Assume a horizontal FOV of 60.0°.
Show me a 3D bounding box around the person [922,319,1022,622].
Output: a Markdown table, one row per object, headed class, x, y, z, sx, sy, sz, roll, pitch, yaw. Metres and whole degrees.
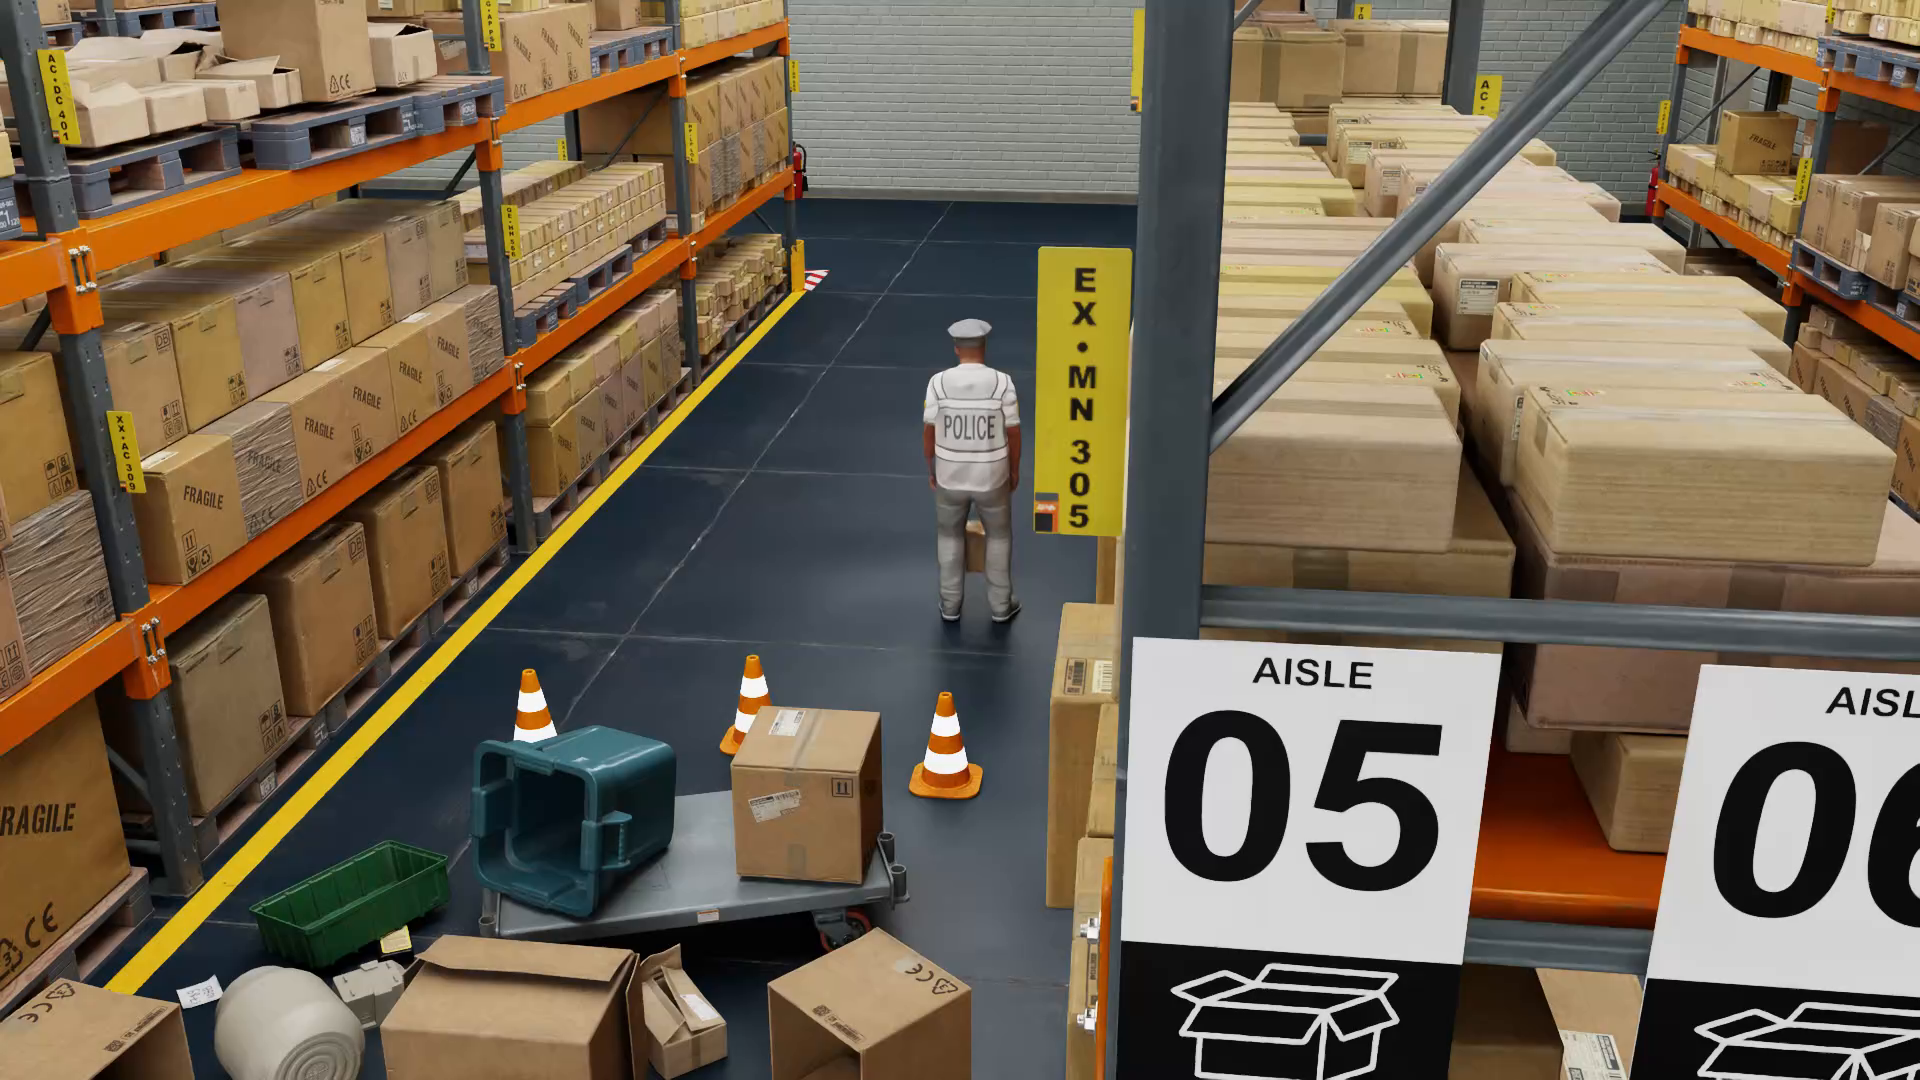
| class | x | y | z | sx | sy | sz | roll | pitch | yaw |
| --- | --- | --- | --- | --- | --- | --- | --- | --- | --- |
| person | 0.071 | -0.369 | 9.528 | 0.568 | 1.751 | 0.434 | 2 | 21 | 5 |
